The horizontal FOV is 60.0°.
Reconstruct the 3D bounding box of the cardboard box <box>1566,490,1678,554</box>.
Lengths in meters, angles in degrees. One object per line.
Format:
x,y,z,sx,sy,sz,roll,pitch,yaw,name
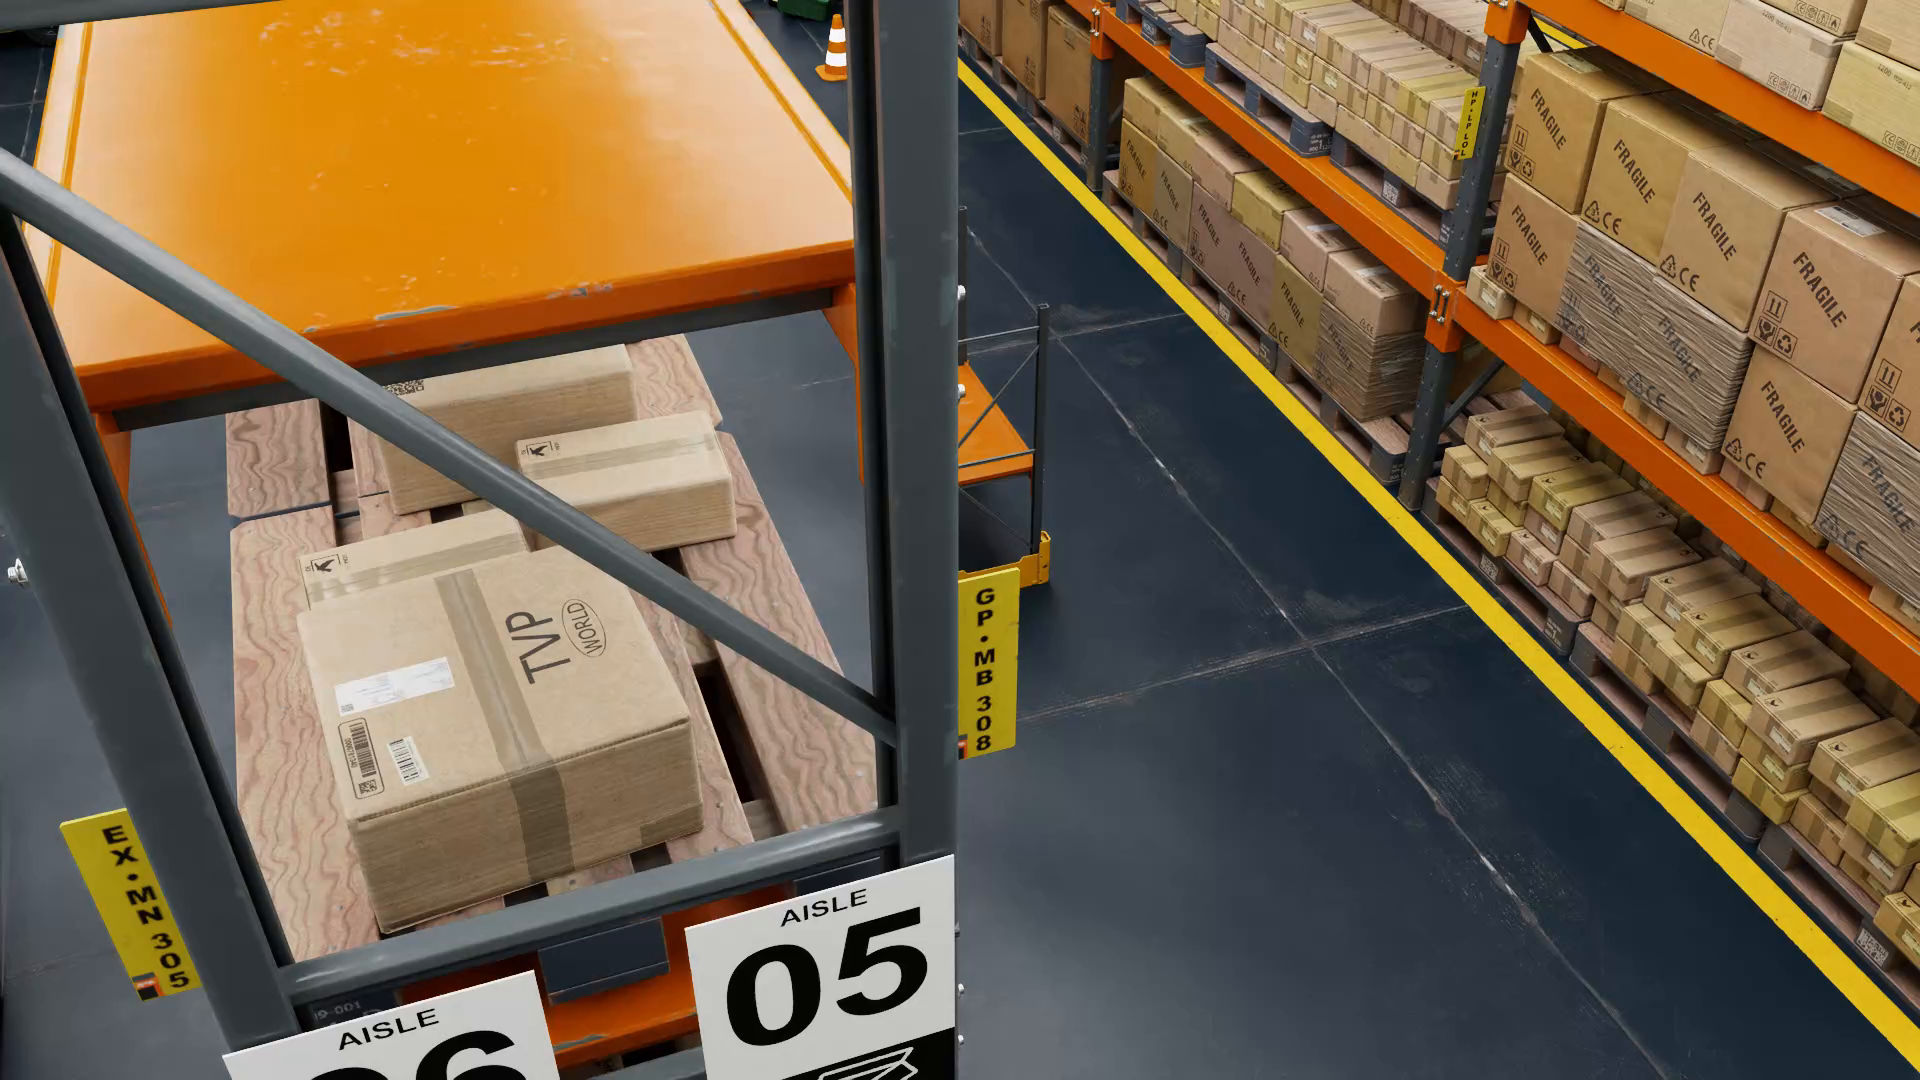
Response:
2.953,-0.060,7.423,0.380,0.149,0.250,-13,39,-17,cardboard box

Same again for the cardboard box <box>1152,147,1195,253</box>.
1.549,-2.167,10.423,0.500,0.500,0.500,-12,39,-15,cardboard box

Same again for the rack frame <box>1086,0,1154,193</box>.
1.369,-3.733,10.774,1.000,3.000,0.127,-12,39,-16,rack frame

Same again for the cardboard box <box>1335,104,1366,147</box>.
2.163,-2.154,8.537,0.380,0.149,0.250,-14,39,-18,cardboard box

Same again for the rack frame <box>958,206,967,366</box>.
-0.204,-0.934,8.304,0.500,1.500,0.032,-12,39,-16,rack frame

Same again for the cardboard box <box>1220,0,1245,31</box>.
1.709,-3.019,9.437,0.380,0.149,0.250,-12,39,-16,cardboard box

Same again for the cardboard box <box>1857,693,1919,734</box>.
3.807,0.705,6.655,0.380,0.149,0.250,-14,39,-18,cardboard box

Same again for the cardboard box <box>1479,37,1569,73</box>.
2.854,-2.398,8.366,0.380,0.149,0.250,-12,39,-16,cardboard box

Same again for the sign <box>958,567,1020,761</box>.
0.032,0.177,2.296,0.100,0.325,0.005,-12,39,-16,sign

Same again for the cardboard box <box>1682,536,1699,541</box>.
3.360,-0.050,7.656,0.380,0.149,0.250,-12,39,-16,cardboard box

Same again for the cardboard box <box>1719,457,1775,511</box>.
3.170,-0.270,6.384,0.380,0.149,0.250,-11,38,-14,cardboard box

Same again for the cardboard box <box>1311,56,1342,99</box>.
2.062,-2.434,8.661,0.380,0.149,0.250,-14,39,-18,cardboard box

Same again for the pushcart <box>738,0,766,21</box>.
-2.497,-4.364,13.790,1.648,0.377,0.936,-27,45,-31,pushcart

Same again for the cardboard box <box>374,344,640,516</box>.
-0.959,-0.358,3.442,0.500,0.311,0.500,-12,39,-15,cardboard box

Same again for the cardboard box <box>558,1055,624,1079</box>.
-0.803,1.008,3.026,0.380,0.149,0.250,-12,39,-15,cardboard box

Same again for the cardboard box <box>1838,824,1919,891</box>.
3.492,1.106,6.122,0.380,0.149,0.250,-14,39,-18,cardboard box

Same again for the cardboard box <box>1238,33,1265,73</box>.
1.792,-2.758,9.338,0.380,0.149,0.250,-12,39,-15,cardboard box

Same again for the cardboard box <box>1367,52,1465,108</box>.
2.244,-2.263,8.187,0.380,0.149,0.250,-14,39,-17,cardboard box

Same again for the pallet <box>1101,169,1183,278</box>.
1.636,-2.178,11.026,1.003,0.211,1.213,-12,39,-16,pallet

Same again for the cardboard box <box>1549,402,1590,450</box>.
3.112,-0.593,8.131,0.380,0.149,0.250,-11,38,-15,cardboard box

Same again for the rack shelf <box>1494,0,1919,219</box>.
3.434,-1.255,5.588,1.077,0.370,4.000,-12,39,-16,rack shelf

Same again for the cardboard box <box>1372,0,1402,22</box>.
2.500,-2.978,9.137,0.380,0.149,0.250,-11,38,-15,cardboard box

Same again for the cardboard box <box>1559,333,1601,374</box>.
2.835,-0.875,7.188,0.380,0.149,0.250,-14,39,-18,cardboard box

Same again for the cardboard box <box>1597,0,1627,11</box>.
2.657,-2.296,6.497,0.500,0.250,0.500,-11,38,-14,cardboard box

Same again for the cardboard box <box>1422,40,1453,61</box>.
2.677,-2.568,8.839,0.380,0.149,0.250,-11,38,-14,cardboard box

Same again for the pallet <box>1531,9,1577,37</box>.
5.377,-4.719,14.400,1.003,0.211,1.213,-12,39,-16,pallet

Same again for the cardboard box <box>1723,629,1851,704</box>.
3.300,0.527,6.643,0.380,0.149,0.250,-14,39,-17,cardboard box

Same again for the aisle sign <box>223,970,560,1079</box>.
-0.757,0.934,2.416,0.394,0.787,0.004,-12,39,-16,aisle sign

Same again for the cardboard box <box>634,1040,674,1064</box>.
-0.389,1.098,3.445,0.500,0.500,0.500,-13,39,-17,cardboard box

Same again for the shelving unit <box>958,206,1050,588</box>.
-0.026,-0.642,7.916,0.587,1.500,1.083,-12,39,-16,shelving unit

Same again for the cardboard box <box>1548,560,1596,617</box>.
2.929,0.182,7.596,0.380,0.149,0.250,-13,39,-17,cardboard box

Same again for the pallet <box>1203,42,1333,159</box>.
2.089,-2.547,9.358,1.003,0.211,1.213,-12,39,-16,pallet

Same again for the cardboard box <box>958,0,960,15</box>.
0.291,-4.930,13.883,1.050,0.750,0.750,-13,39,-16,cardboard box

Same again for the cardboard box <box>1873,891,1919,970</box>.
3.561,1.378,6.008,0.380,0.149,0.250,-11,38,-15,cardboard box

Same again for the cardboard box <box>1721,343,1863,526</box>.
3.208,-0.434,6.063,0.500,0.500,0.500,-11,38,-14,cardboard box

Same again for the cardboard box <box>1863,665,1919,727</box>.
3.837,0.572,6.584,0.380,0.149,0.250,-11,38,-14,cardboard box

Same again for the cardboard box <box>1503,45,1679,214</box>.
2.672,-1.727,6.948,0.500,0.500,0.500,-12,38,-15,cardboard box

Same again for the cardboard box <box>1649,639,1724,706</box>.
3.110,0.517,6.904,0.380,0.149,0.250,-12,39,-15,cardboard box

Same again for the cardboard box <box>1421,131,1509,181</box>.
2.423,-1.844,7.878,0.380,0.149,0.250,-11,38,-15,cardboard box

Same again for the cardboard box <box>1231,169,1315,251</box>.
1.892,-1.900,9.445,0.500,0.250,0.500,-14,39,-18,cardboard box

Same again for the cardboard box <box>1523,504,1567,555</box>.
2.859,-0.096,7.718,0.380,0.149,0.250,-13,39,-16,cardboard box

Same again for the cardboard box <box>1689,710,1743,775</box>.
3.232,0.785,6.796,0.380,0.149,0.250,-12,39,-15,cardboard box

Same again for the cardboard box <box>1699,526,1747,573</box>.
3.526,-0.021,7.372,0.380,0.149,0.250,-14,39,-18,cardboard box

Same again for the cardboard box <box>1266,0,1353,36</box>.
1.882,-2.853,8.971,0.380,0.149,0.250,-13,39,-17,cardboard box

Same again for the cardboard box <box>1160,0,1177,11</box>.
1.426,-3.355,10.131,0.380,0.149,0.250,-11,38,-14,cardboard box

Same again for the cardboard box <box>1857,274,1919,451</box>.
3.369,-0.557,5.396,0.500,0.500,0.500,-11,38,-14,cardboard box

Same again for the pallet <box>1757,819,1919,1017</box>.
3.849,1.391,6.289,1.003,0.211,1.213,-12,39,-16,pallet

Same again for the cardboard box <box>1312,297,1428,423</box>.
2.254,-1.009,8.885,0.500,0.500,0.500,-13,39,-17,cardboard box
